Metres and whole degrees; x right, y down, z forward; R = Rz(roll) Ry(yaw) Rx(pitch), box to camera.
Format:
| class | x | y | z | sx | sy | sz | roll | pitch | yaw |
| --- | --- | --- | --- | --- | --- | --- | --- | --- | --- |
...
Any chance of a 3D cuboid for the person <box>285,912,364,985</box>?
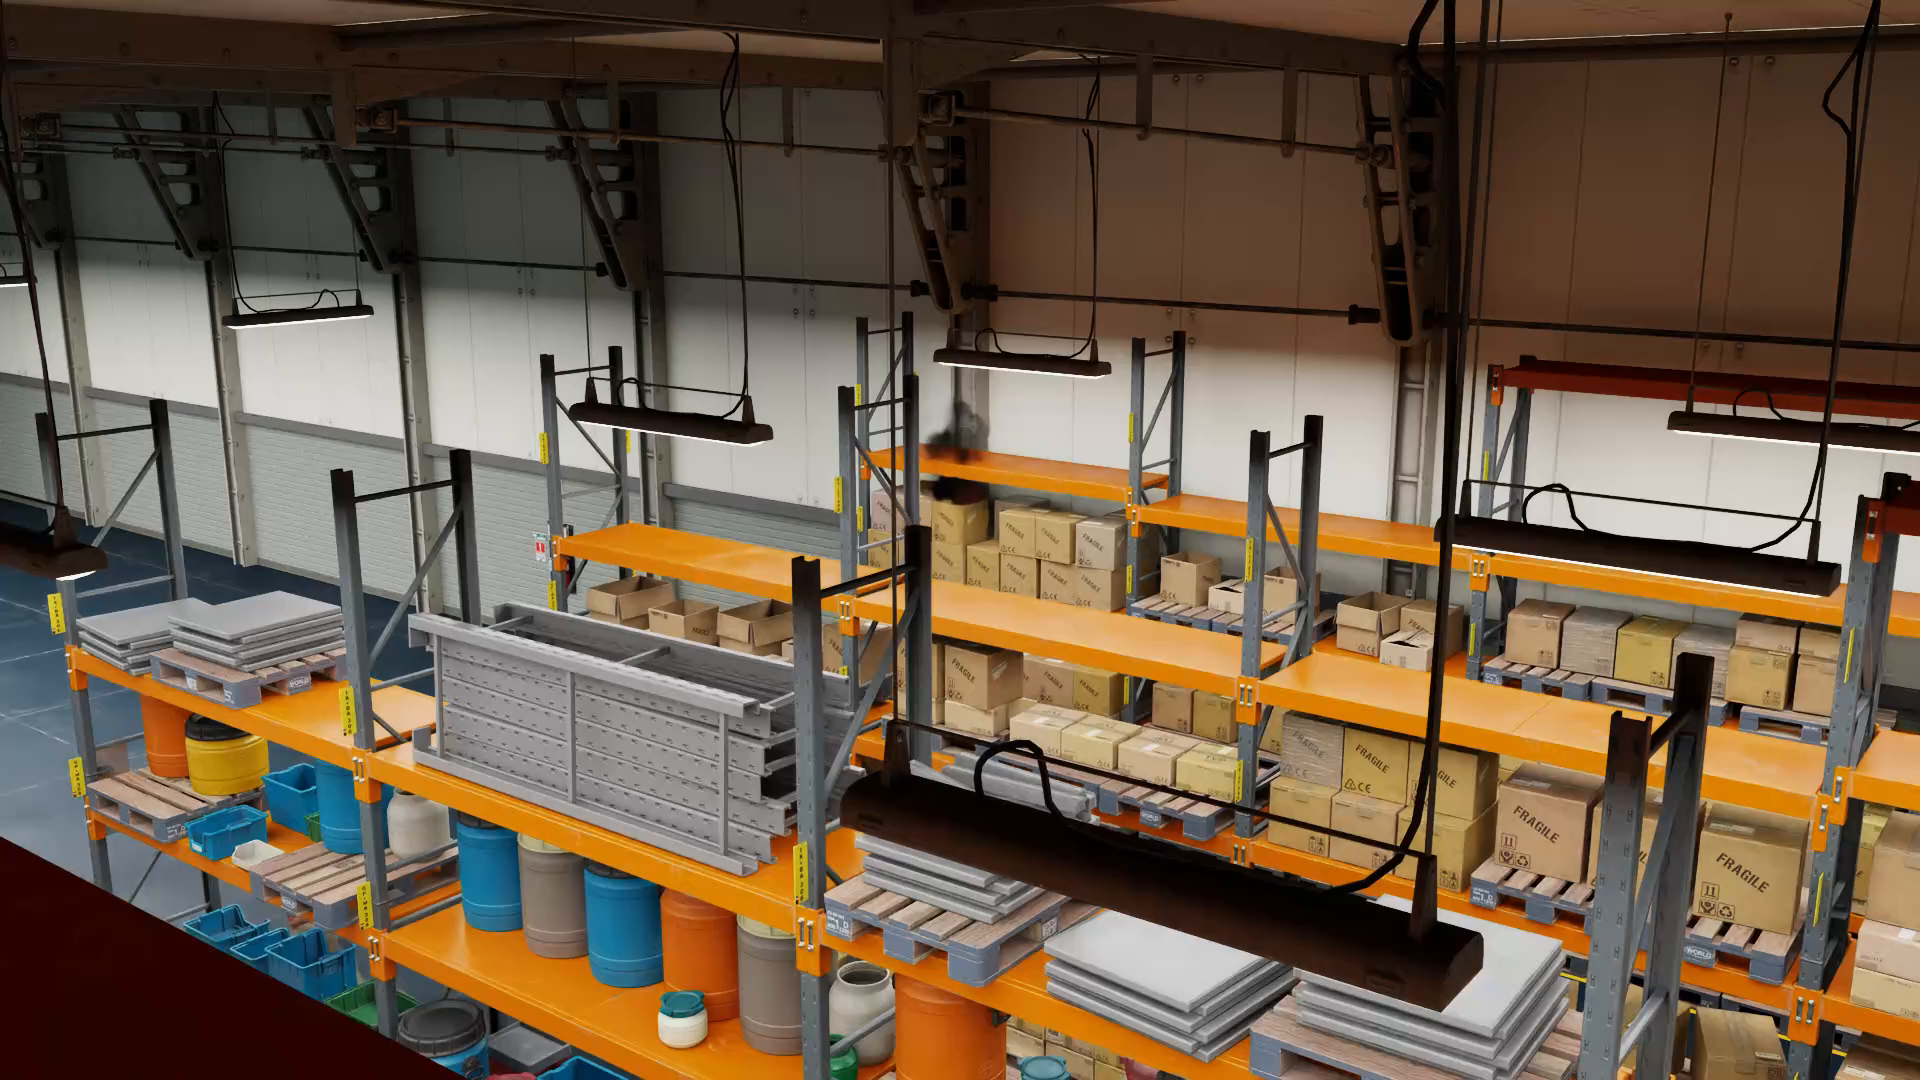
| class | x | y | z | sx | sy | sz | roll | pitch | yaw |
| --- | --- | --- | --- | --- | --- | --- | --- | --- | --- |
| person | -6.083 | 3.681 | 15.642 | 0.816 | 1.788 | 0.662 | 3 | 13 | 13 |
